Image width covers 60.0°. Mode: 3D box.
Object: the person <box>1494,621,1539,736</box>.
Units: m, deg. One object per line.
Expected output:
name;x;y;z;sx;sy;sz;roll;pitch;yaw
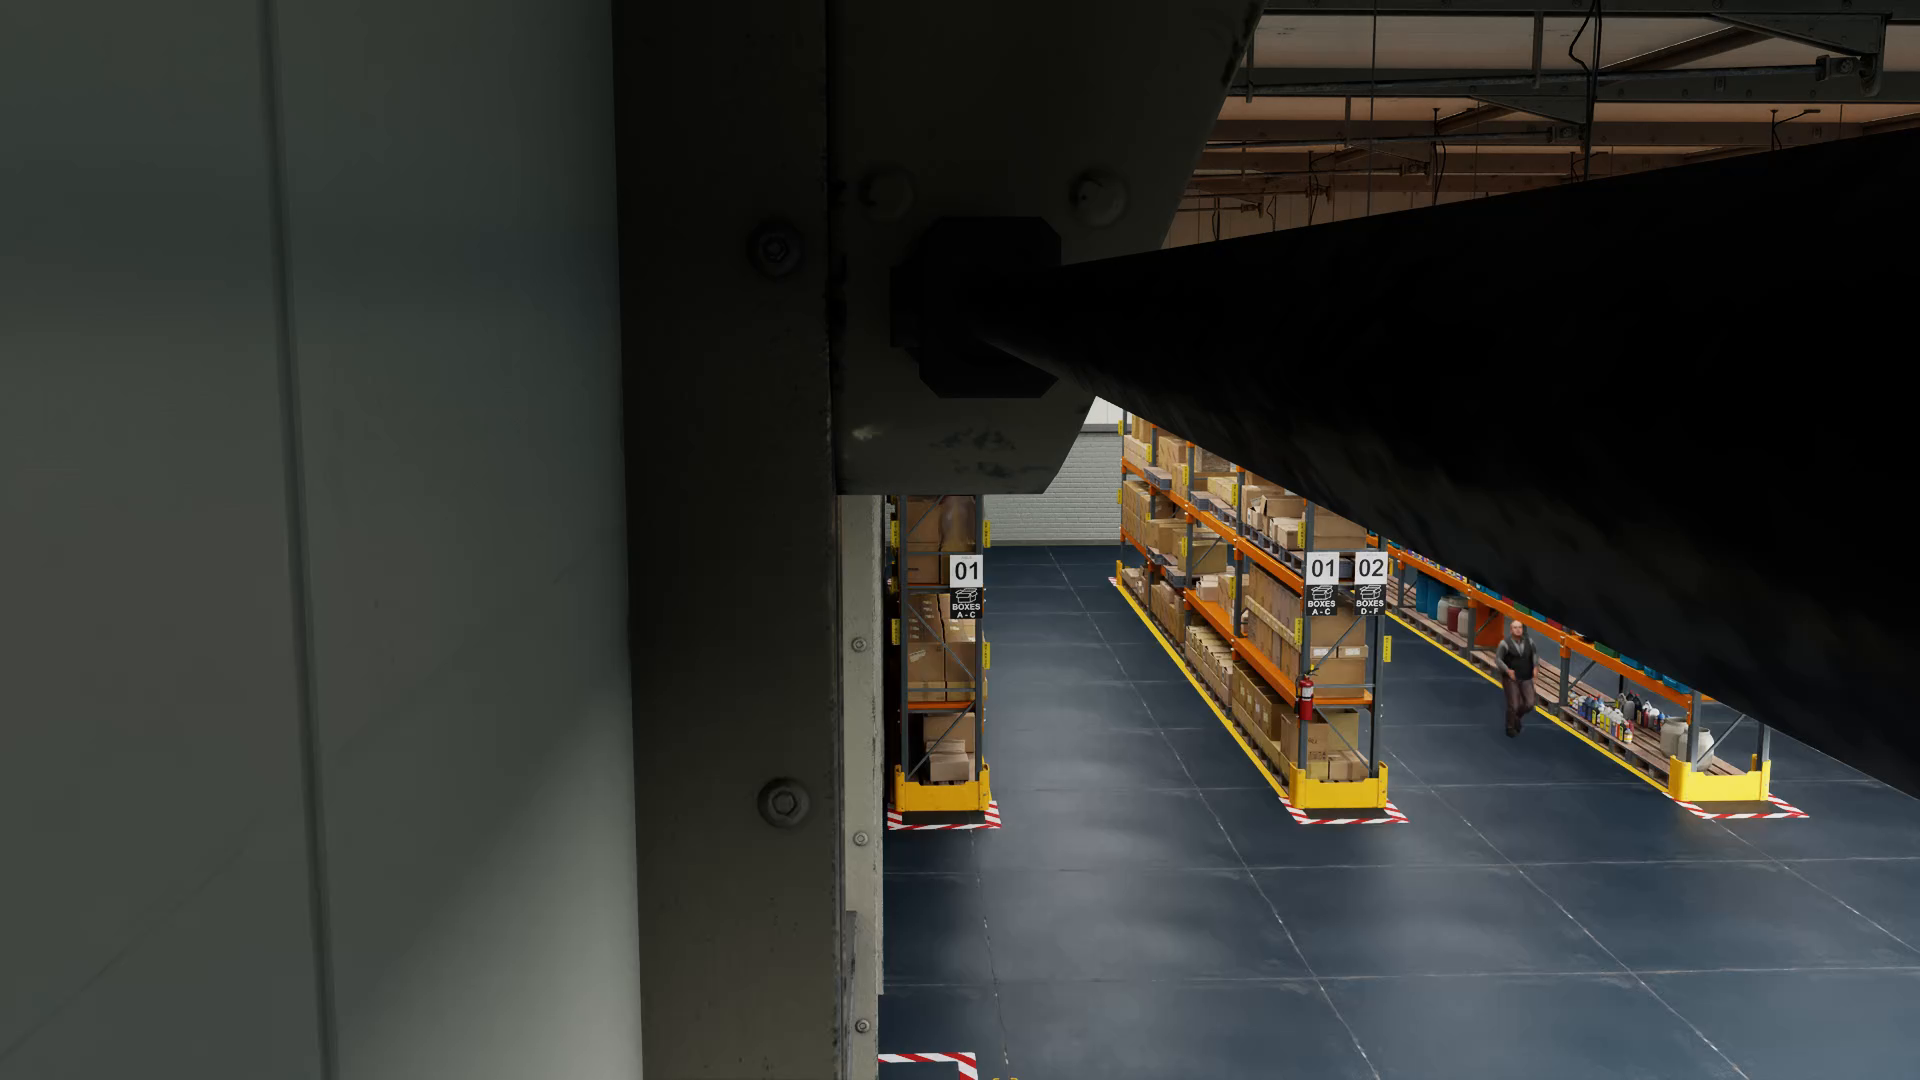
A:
person;8.004;1.998;23.836;0.672;1.680;0.542;0;8;0
